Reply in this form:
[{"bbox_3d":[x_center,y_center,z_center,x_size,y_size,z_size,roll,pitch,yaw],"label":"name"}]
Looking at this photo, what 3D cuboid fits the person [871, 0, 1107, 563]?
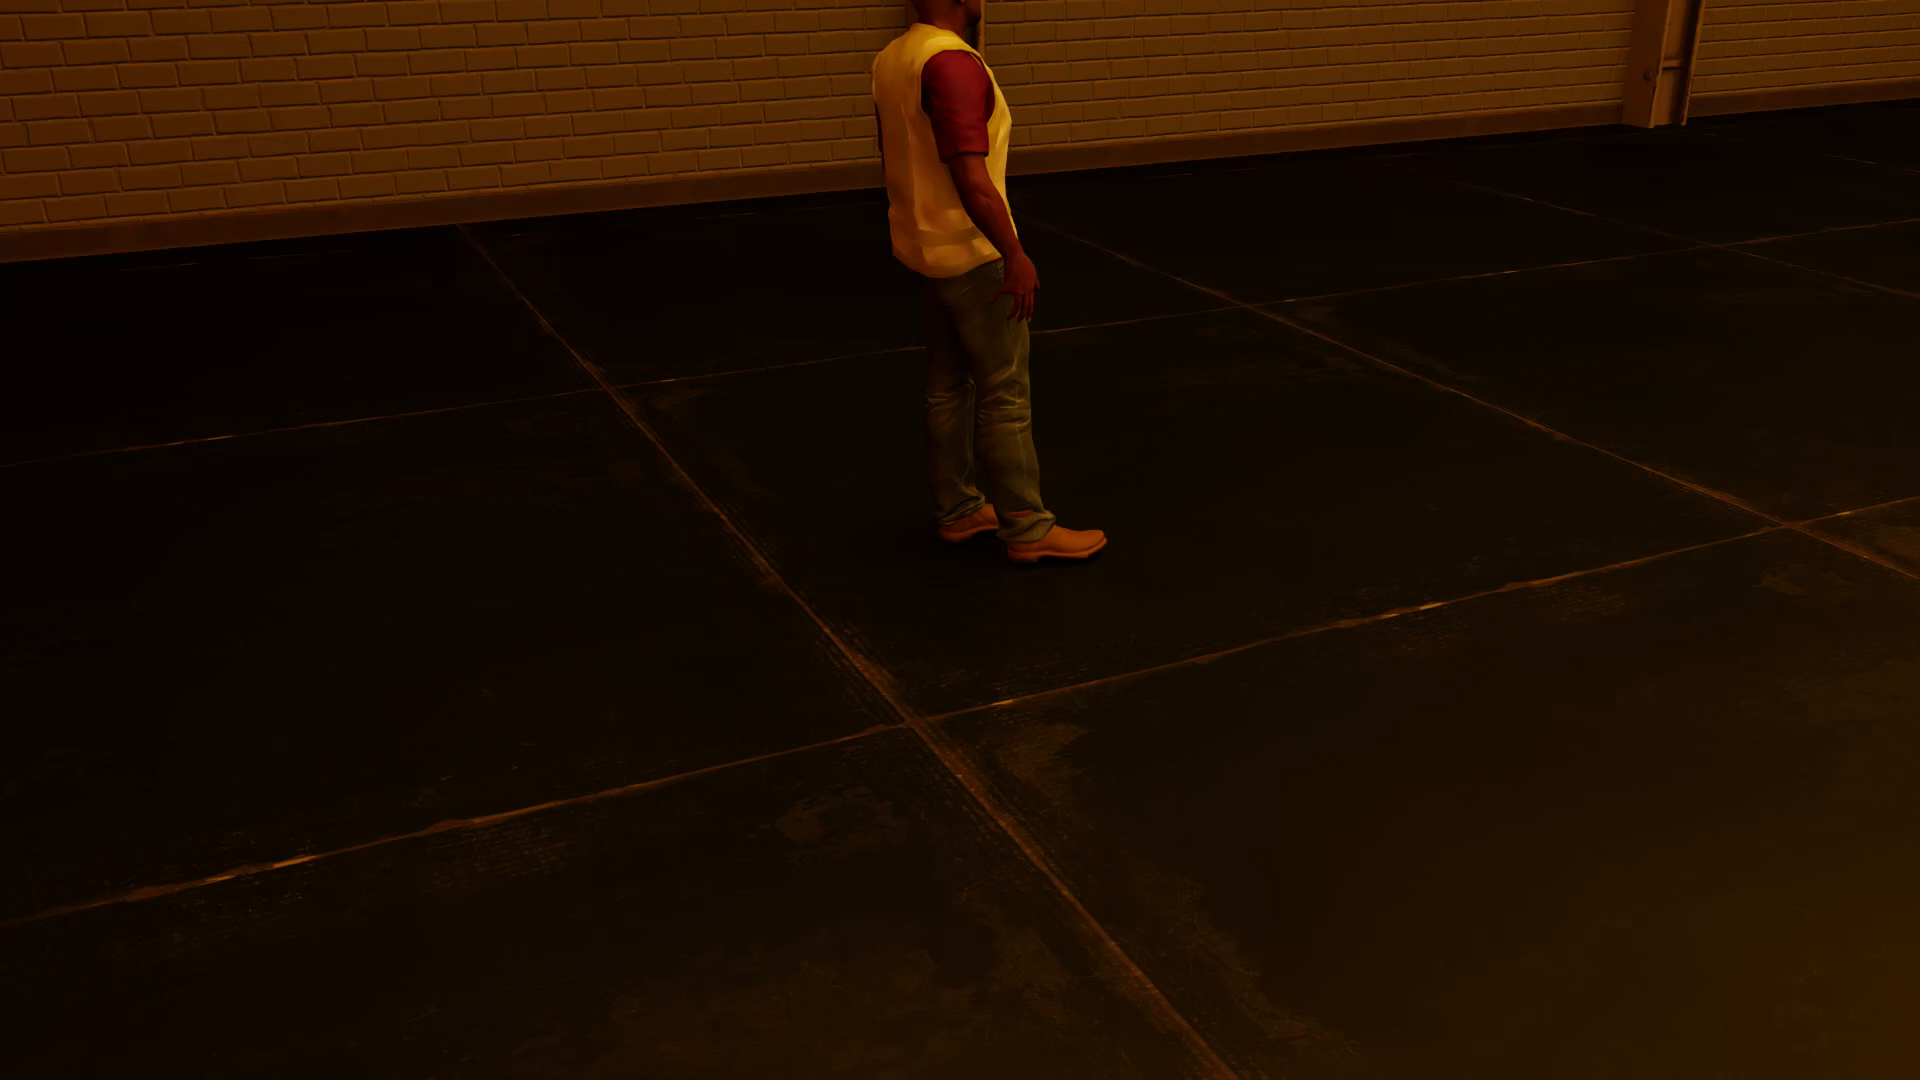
[{"bbox_3d":[0.066,-0.832,4.787,0.576,1.766,0.665,-10,25,-23],"label":"person"}]
